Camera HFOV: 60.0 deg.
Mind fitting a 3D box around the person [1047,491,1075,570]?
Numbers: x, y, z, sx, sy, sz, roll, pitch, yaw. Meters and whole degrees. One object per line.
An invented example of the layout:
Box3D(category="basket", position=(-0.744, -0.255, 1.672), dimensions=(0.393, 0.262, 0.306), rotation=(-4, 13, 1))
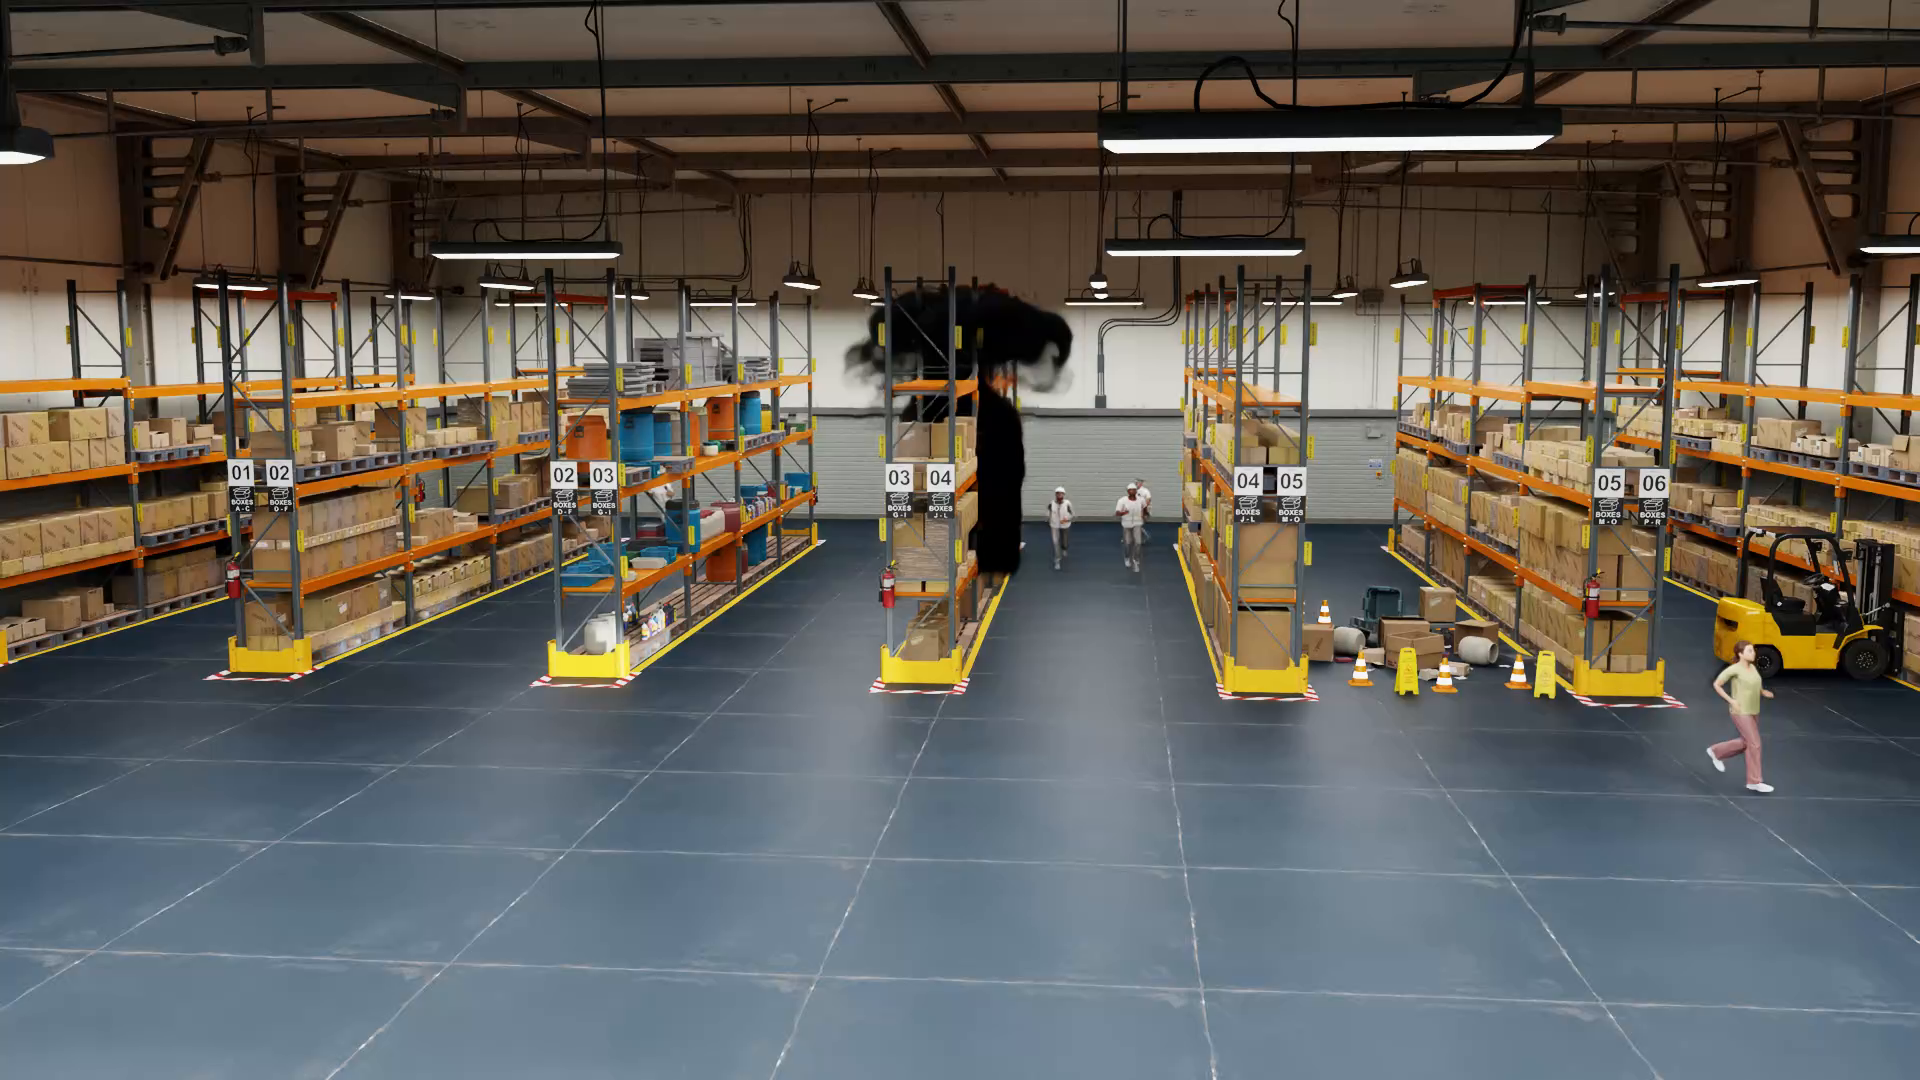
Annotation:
Box3D(category="person", position=(2.210, -0.250, 36.439), dimensions=(0.627, 1.731, 1.116), rotation=(0, 7, 4))

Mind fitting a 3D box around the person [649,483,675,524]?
Box3D(category="person", position=(-7.374, -0.876, 41.256), dimensions=(0.624, 1.554, 0.696), rotation=(-3, 7, -21))

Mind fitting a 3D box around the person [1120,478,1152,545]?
Box3D(category="person", position=(4.315, -0.696, 40.311), dimensions=(0.552, 1.653, 0.879), rotation=(-4, 8, -27))

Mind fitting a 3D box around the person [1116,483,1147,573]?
Box3D(category="person", position=(3.542, -0.262, 34.285), dimensions=(0.674, 1.821, 0.740), rotation=(0, 7, 1))

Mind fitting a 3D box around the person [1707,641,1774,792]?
Box3D(category="person", position=(8.734, 1.933, 18.582), dimensions=(0.590, 1.642, 0.874), rotation=(-4, 8, -31))
